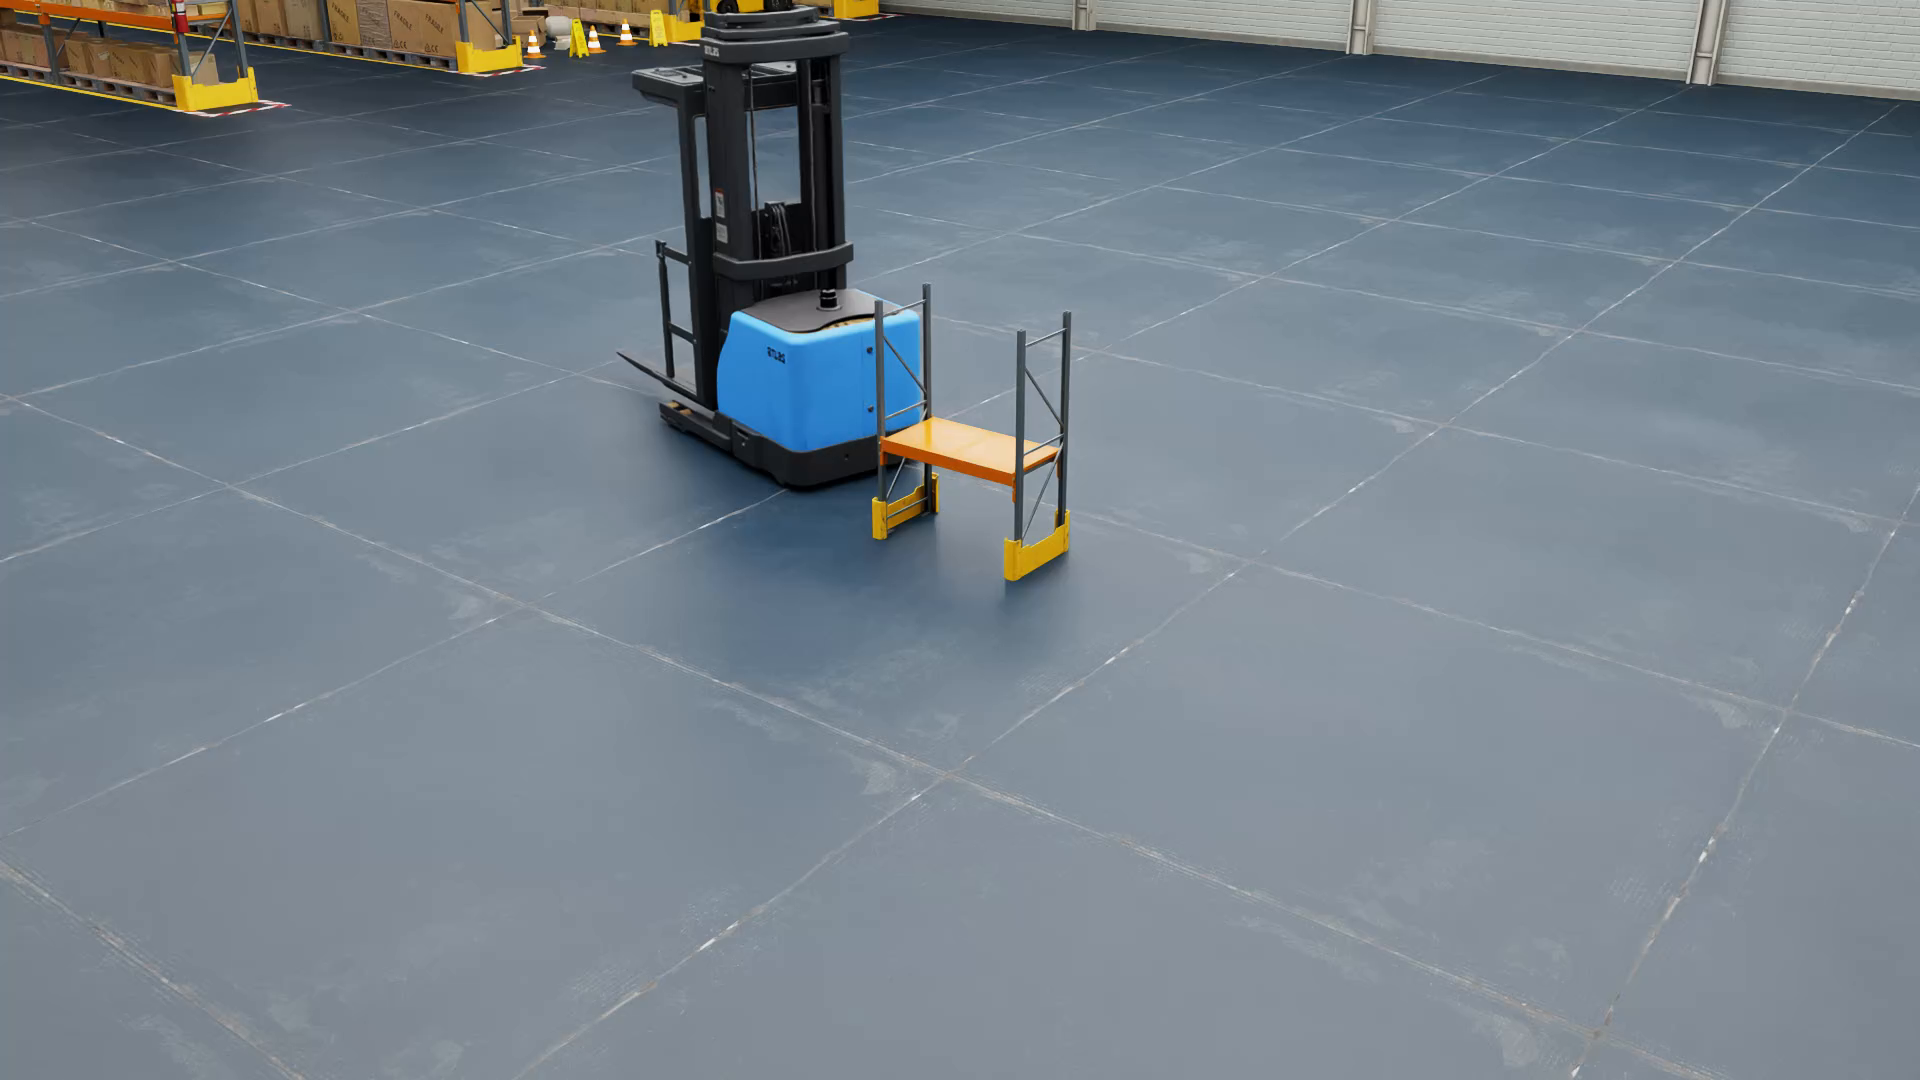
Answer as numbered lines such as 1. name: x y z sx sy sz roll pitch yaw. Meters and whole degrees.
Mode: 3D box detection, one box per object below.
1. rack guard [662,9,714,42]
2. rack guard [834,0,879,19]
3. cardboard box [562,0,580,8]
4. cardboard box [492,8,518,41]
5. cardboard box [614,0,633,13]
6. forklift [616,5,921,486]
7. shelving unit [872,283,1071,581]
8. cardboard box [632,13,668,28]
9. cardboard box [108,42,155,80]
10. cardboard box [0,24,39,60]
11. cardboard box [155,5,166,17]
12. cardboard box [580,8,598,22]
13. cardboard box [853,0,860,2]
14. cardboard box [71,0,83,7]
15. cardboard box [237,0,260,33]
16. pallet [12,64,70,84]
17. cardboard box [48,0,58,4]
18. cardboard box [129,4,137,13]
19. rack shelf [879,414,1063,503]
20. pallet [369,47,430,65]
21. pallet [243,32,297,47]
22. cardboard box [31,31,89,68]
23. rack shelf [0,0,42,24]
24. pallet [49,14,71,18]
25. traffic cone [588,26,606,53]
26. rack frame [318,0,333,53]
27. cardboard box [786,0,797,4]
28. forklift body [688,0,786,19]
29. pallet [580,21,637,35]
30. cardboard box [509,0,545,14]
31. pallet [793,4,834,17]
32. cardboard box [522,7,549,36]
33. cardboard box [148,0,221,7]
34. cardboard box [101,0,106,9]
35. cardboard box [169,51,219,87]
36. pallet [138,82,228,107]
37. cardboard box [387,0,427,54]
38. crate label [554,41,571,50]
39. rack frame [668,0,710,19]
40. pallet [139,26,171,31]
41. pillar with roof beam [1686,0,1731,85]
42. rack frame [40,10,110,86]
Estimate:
1. rack guard: -5.292 -10.016 32.363 0.348 0.500 1.175 17 29 33
2. rack guard: -2.238 -11.594 35.945 0.348 0.500 1.175 17 29 33
3. cardboard box: -7.686 -11.031 33.524 0.500 0.500 0.500 18 30 35
4. cardboard box: -8.908 -9.893 31.910 0.503 0.637 0.797 17 29 33
5. cardboard box: -6.448 -10.653 32.668 0.500 0.500 0.500 18 30 35
6. forklift: -1.536 -2.223 11.660 1.130 2.935 3.031 -17 29 -33
7. shelving unit: 0.061 -0.668 9.906 1.083 1.500 0.587 17 29 33
8. cardboard box: -6.059 -10.190 32.547 0.500 0.250 0.500 17 29 33
9. cardboard box: -13.073 -7.589 26.334 0.500 0.500 0.500 14 27 29
10. cardboard box: -16.119 -8.516 28.412 0.500 0.500 0.700 20 31 38
11. cardboard box: -11.726 -7.892 24.754 0.250 0.149 0.380 17 29 33
12. cardboard box: -7.262 -10.560 33.387 0.500 0.250 0.500 16 29 33
13. cardboard box: -2.533 -11.860 36.336 0.500 0.250 0.500 17 29 34
14. cardboard box: -13.594 -8.400 25.907 0.250 0.149 0.380 17 29 33
15. cardboard box: -13.386 -10.231 32.019 0.750 0.750 1.050 17 29 34
16. pallet: -14.999 -7.823 27.744 1.213 0.211 1.003 17 29 33
17. cardboard box: -14.192 -8.583 26.321 0.250 0.149 0.380 17 29 33
18. cardboard box: -12.323 -8.075 25.169 0.250 0.149 0.380 17 29 33
19. rack shelf: 0.068 -0.501 9.973 1.000 0.185 0.538 17 29 33
20. pallet: -9.778 -8.707 29.751 1.213 0.211 1.003 17 29 33
21. pallet: -12.963 -9.668 31.932 1.213 0.211 1.003 17 29 33
22. cardboard box: -14.854 -8.124 27.524 0.500 0.500 0.700 14 28 29
23. rack shelf: -15.976 -9.066 27.998 4.000 0.370 1.077 17 29 33
24. pallet: -19.260 -11.592 36.297 1.213 0.211 1.003 17 29 33
25. traffic cone: -6.743 -9.228 30.620 0.334 0.463 0.336 17 29 33
26. rack frame: -11.320 -10.487 30.332 0.127 3.000 1.000 17 29 33
27. cardboard box: -3.610 -11.937 36.511 0.500 0.250 0.500 17 29 34
28. forklift body: -4.869 -12.226 35.330 1.214 2.155 2.313 17 29 33
29. pallet: -6.893 -10.387 33.563 1.213 0.211 1.003 17 29 33
30. cardboard box: -8.853 -11.225 34.743 0.625 0.372 0.950 17 29 34
31. pallet: -2.894 -11.639 36.405 1.213 0.211 1.003 17 29 33
32. cardboard box: -8.391 -10.268 32.931 0.500 0.500 0.500 -5 24 -12
33. cardboard box: -11.598 -8.268 24.802 0.500 0.500 0.875 17 29 33
34. cardboard box: -12.948 -8.243 25.551 0.250 0.149 0.380 17 29 33
35. cardboard box: -11.664 -7.149 25.335 0.500 0.500 0.500 -20 31 -38
36. pallet: -11.864 -6.894 25.636 1.213 0.211 1.003 17 29 33
37. cardboard box: -9.407 -9.095 29.286 0.875 0.875 0.875 16 29 32
38. crate label: -7.409 -9.249 31.072 0.298 0.136 0.250 3 24 6
39. rack frame: -5.231 -11.142 31.817 0.127 3.000 1.000 17 29 33
40. pallet: -16.117 -10.663 34.190 1.213 0.211 1.003 17 29 33
41. pillar with roof beam: 9.548 -10.207 22.255 0.400 9.000 9.100 17 29 33
42. rack frame: -14.375 -8.912 26.756 0.127 3.000 1.000 17 29 33
